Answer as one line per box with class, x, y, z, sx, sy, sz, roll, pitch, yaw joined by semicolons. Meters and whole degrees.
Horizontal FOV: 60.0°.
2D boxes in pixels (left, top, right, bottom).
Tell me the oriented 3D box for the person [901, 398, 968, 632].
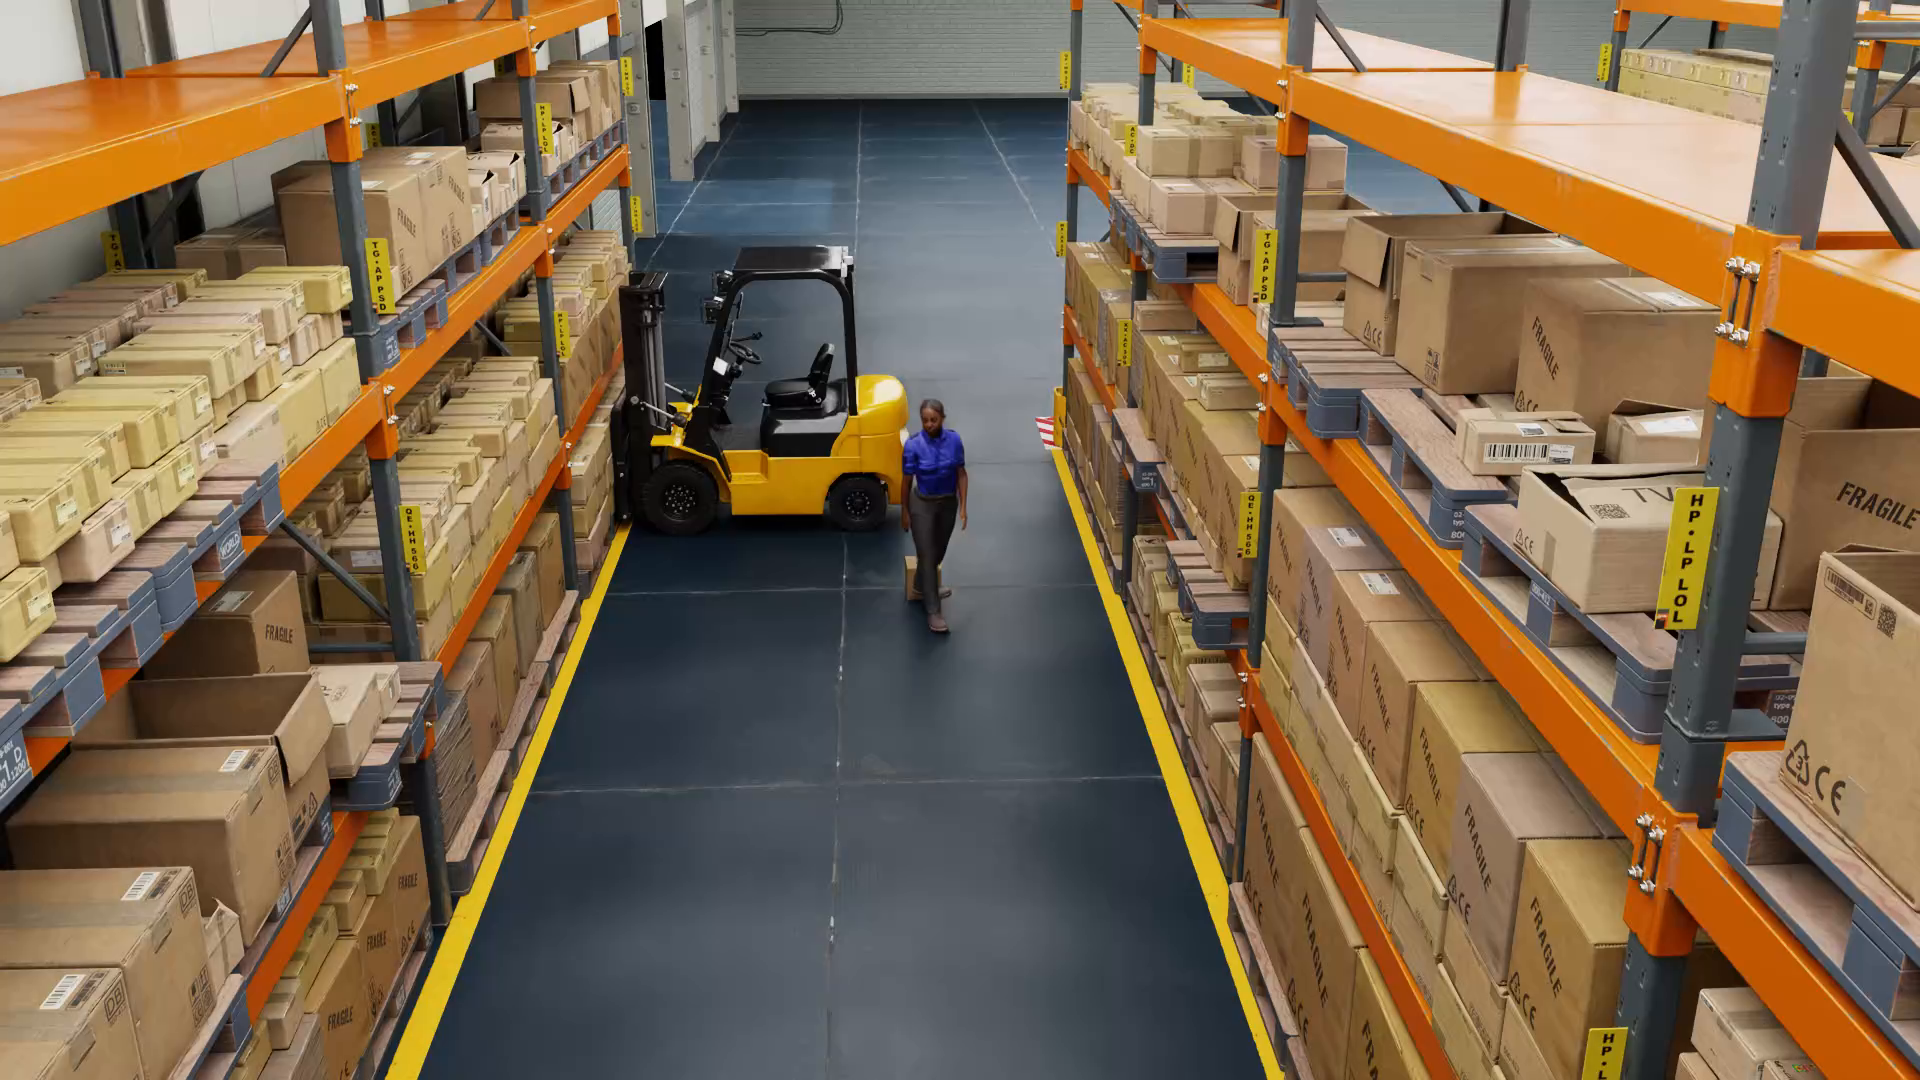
person;-0.192;-0.234;11.701;0.482;1.645;0.692;-10;23;-25
